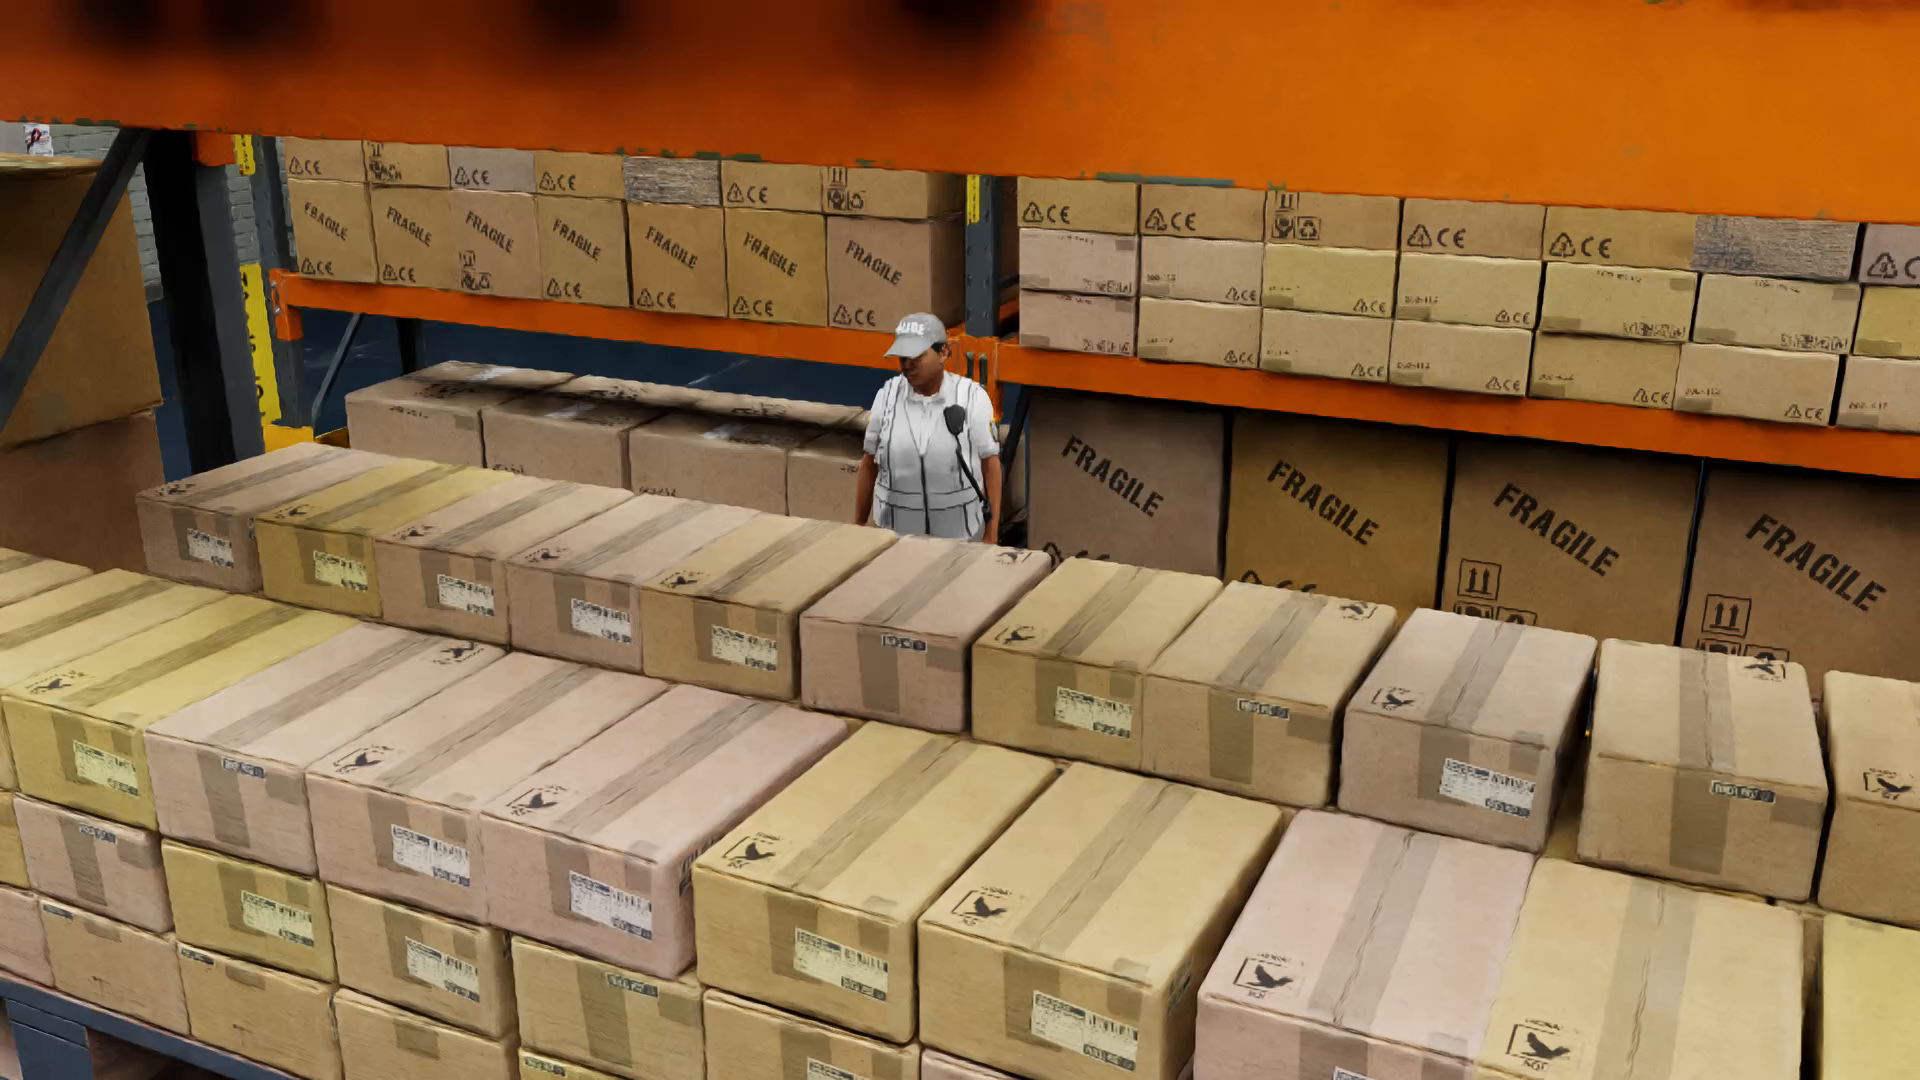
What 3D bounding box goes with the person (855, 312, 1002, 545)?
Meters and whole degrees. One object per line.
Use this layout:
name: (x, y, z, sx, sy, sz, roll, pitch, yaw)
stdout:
person: (-0.118, -0.021, 6.104, 0.603, 1.650, 0.615, 1, 19, 4)
